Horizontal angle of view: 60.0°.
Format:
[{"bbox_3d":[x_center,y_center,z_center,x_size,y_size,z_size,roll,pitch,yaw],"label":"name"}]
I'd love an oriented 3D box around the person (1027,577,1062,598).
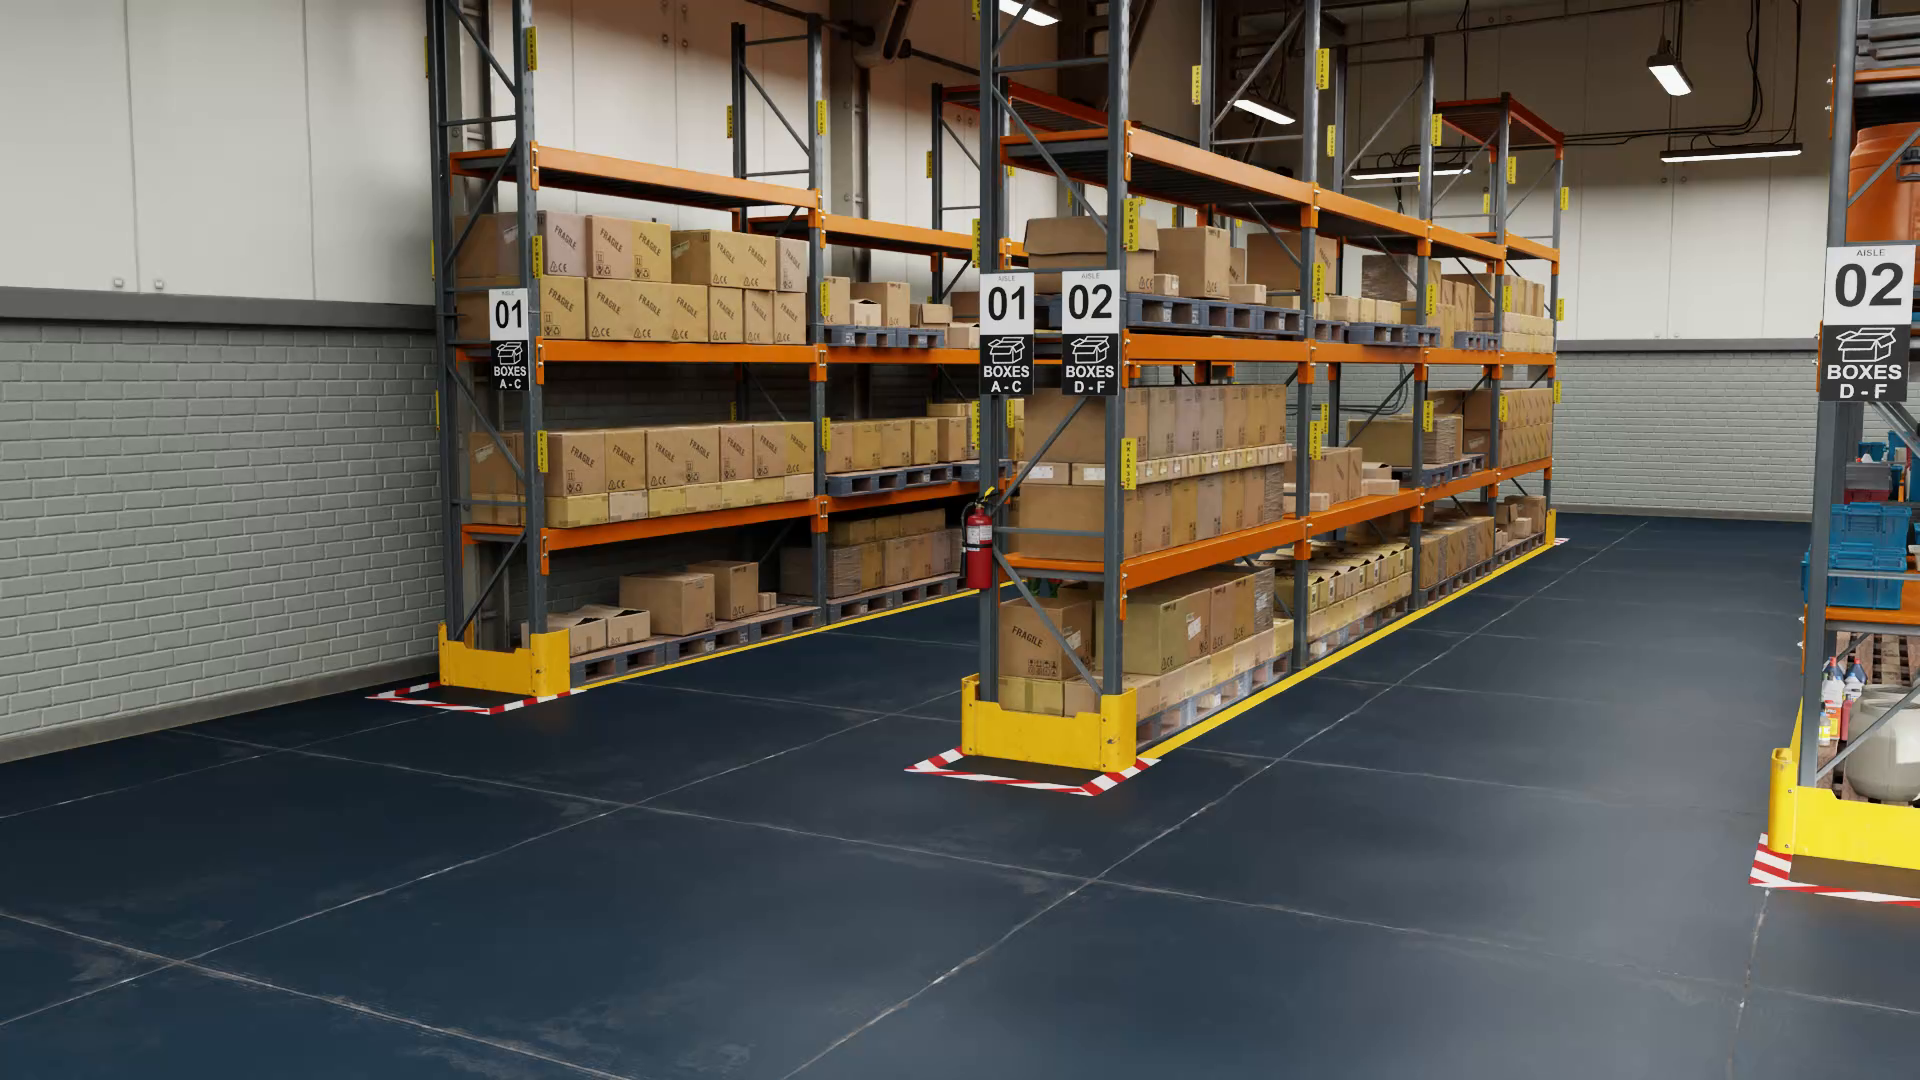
[{"bbox_3d":[0.974,-0.168,18.072,0.577,1.808,0.372,3,7,29],"label":"person"}]
